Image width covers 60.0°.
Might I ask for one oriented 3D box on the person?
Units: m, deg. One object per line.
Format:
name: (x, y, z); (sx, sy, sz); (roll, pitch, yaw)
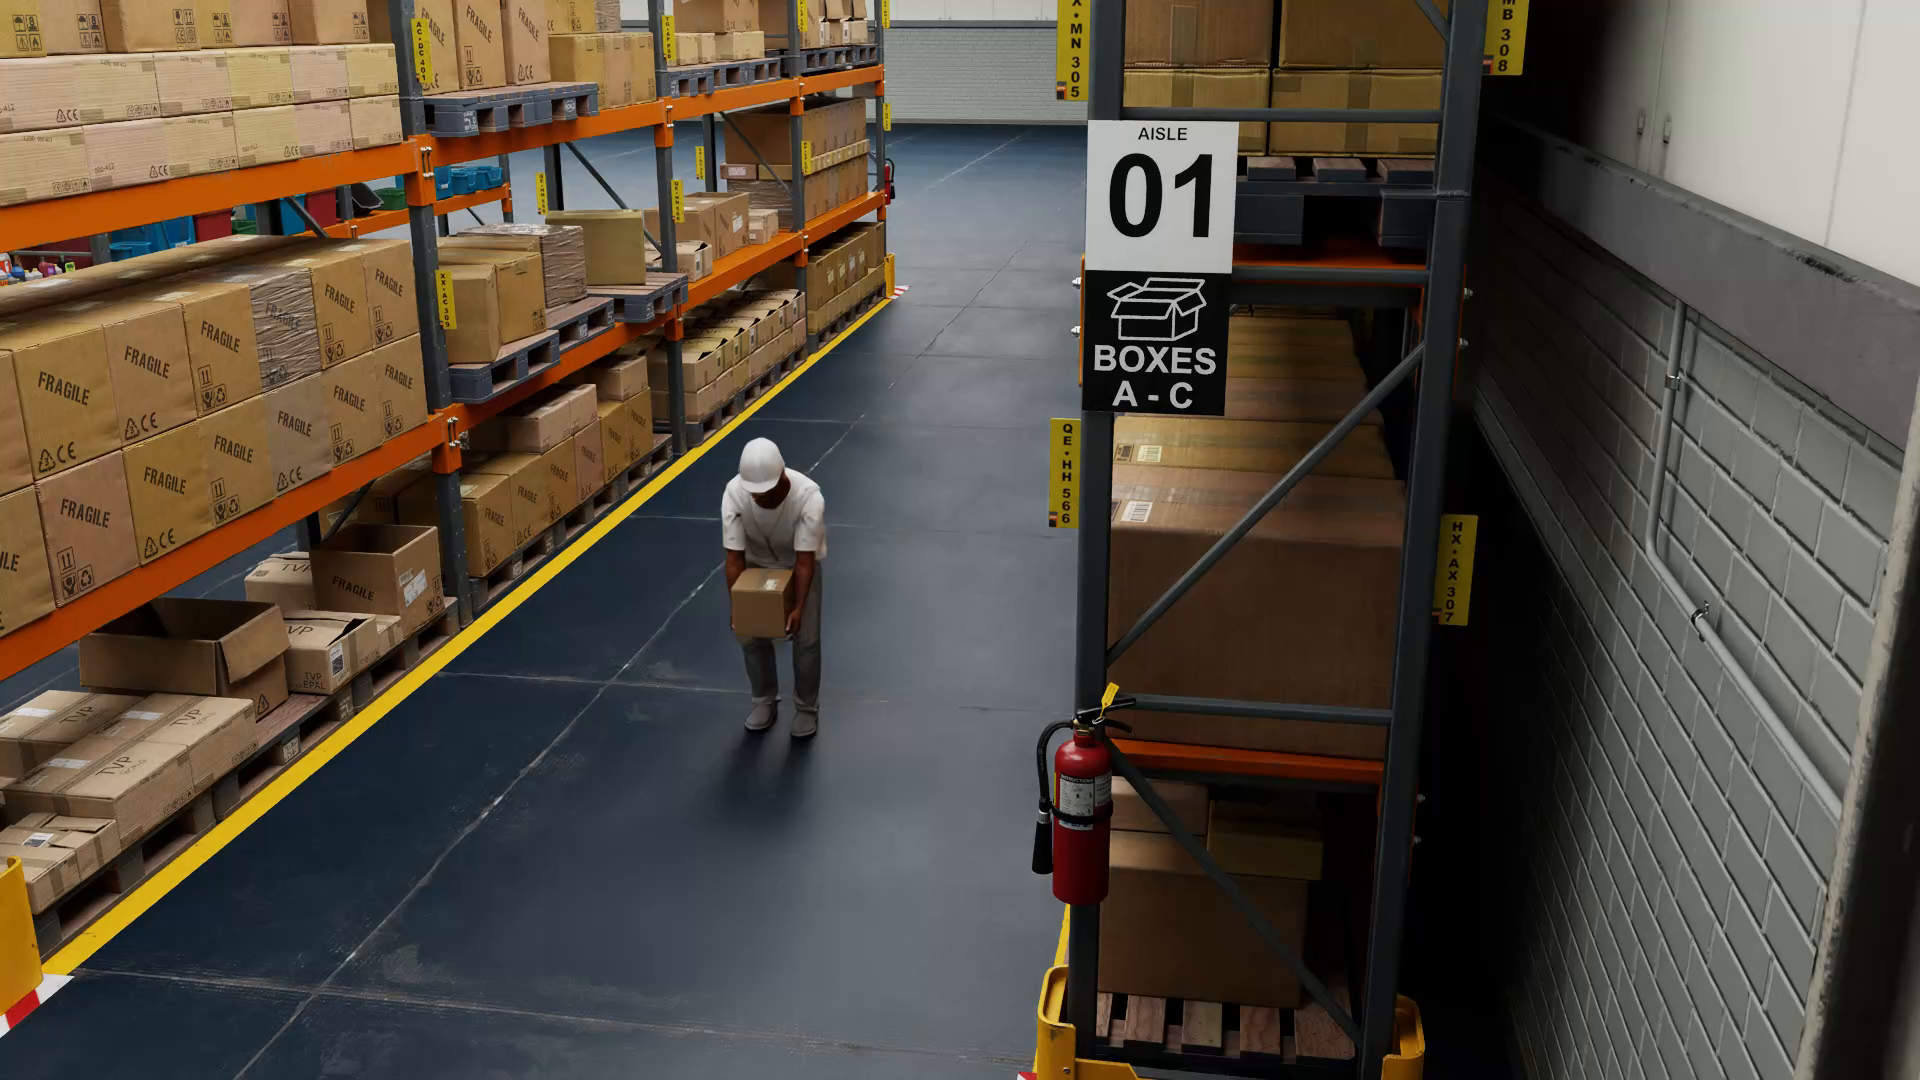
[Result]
person: (-0.889, 0.221, 8.113); (0.489, 1.588, 0.763); (2, 18, 8)
